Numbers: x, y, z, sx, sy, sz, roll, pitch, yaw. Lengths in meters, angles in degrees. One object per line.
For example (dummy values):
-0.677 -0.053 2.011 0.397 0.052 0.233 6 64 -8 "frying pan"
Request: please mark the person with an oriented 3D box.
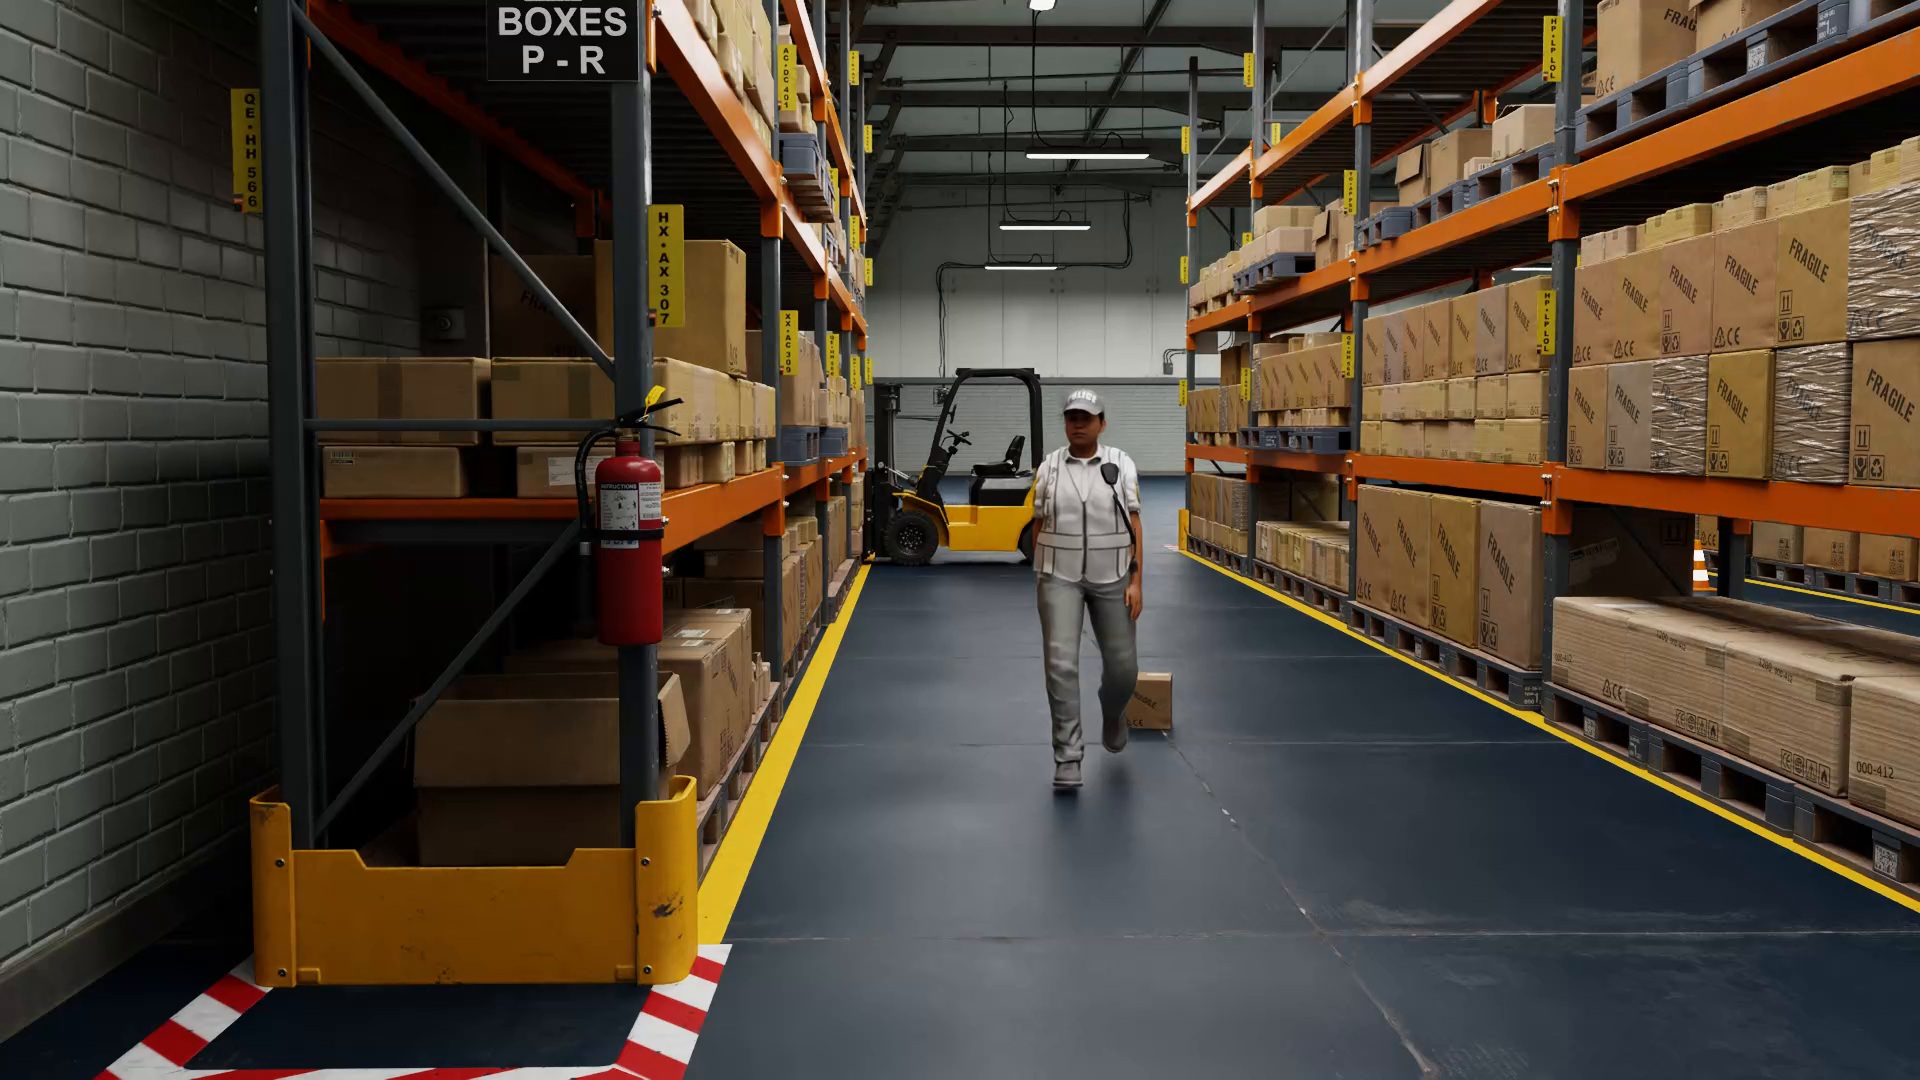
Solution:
0.539 0.179 7.084 0.470 1.635 0.761 0 4 4 "person"
